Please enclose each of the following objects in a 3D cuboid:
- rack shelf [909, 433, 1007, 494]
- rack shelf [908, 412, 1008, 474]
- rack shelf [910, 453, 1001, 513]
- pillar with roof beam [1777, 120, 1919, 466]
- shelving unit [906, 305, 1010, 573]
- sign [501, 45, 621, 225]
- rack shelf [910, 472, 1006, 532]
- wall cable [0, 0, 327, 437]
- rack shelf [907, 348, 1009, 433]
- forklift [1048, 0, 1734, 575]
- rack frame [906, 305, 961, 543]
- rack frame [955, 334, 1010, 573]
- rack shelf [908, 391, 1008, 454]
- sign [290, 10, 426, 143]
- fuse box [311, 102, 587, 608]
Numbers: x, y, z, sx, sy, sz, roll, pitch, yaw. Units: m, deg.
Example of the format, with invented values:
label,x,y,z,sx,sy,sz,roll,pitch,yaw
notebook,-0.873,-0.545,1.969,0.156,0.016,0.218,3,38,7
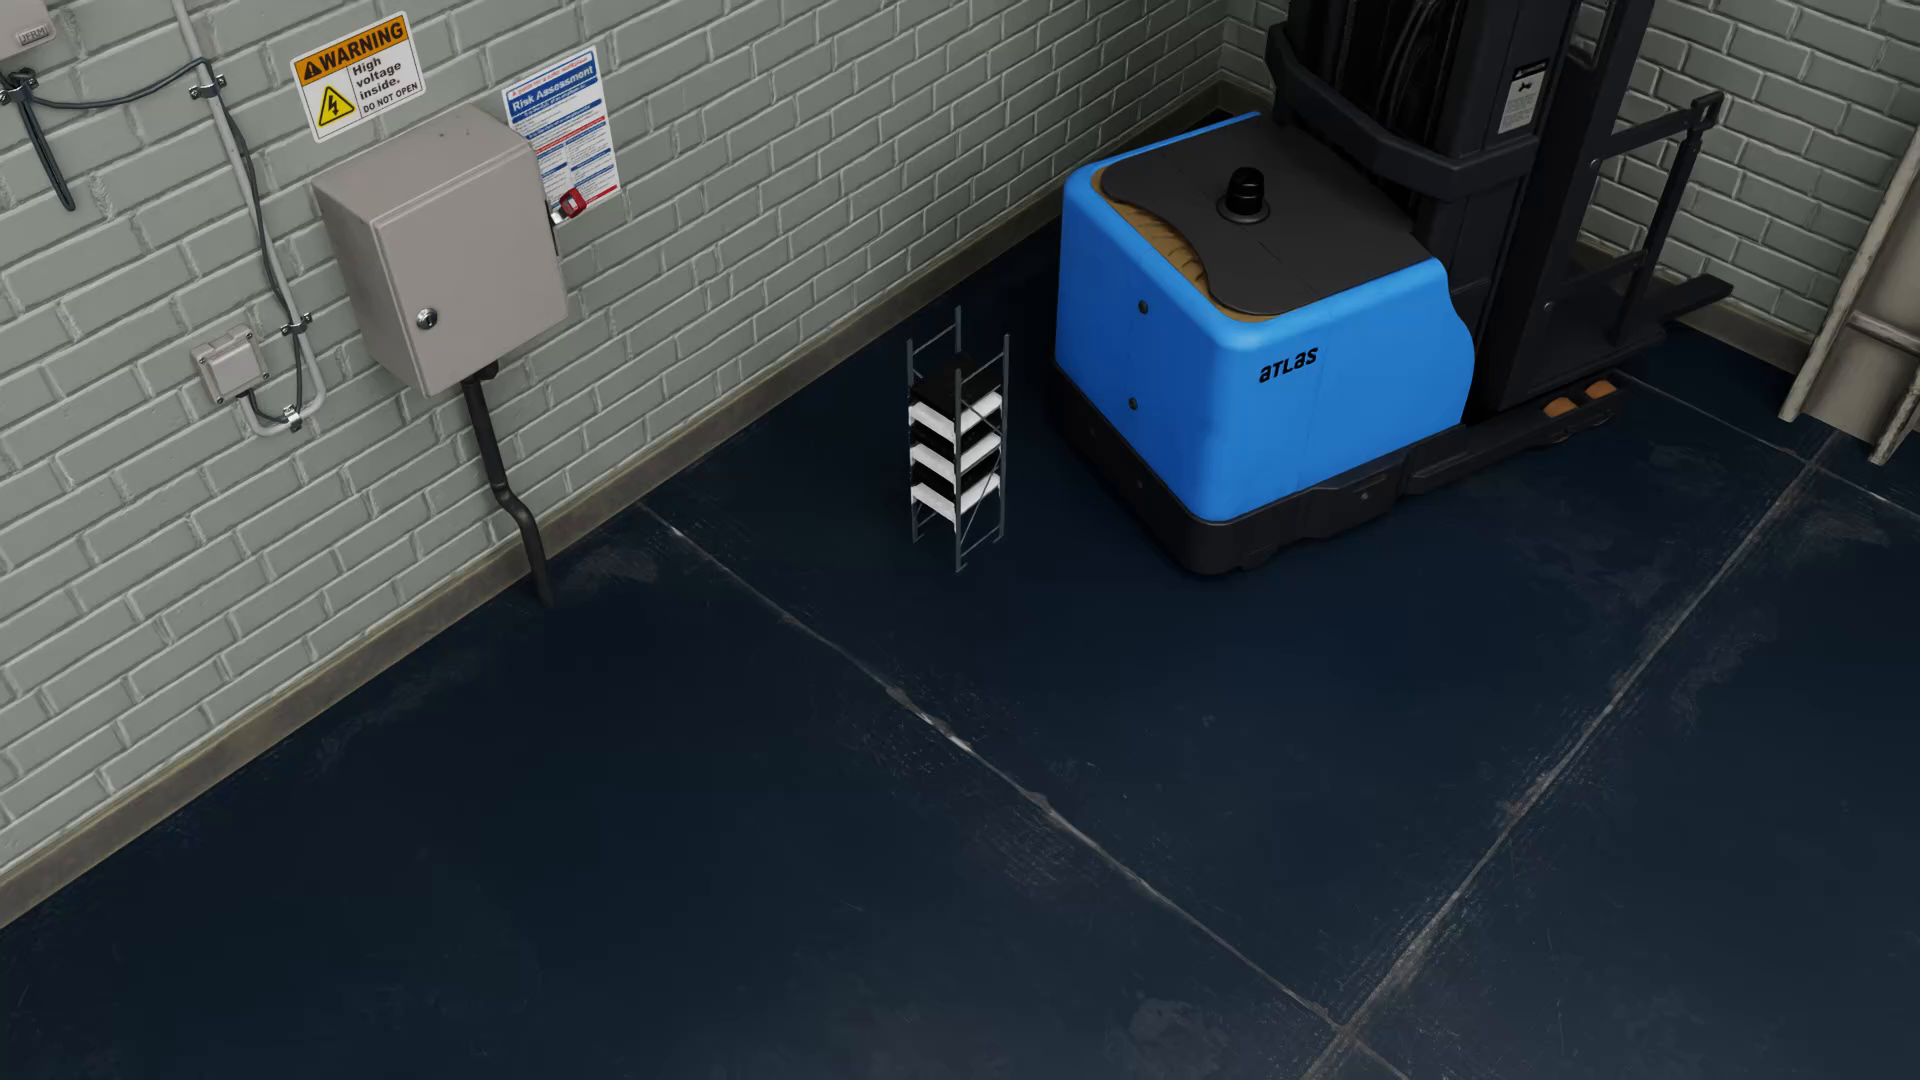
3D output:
label,x,y,z,sx,sy,sz,roll,pitch,yaw
rack shelf,-0.006,-0.289,5.450,0.200,0.077,0.258,34,55,28
rack shelf,-0.006,-0.351,5.384,0.200,0.077,0.258,34,55,28
rack shelf,-0.006,-0.228,5.516,0.200,0.077,0.258,34,55,28
pillar with roof beam,0.365,-1.219,0.722,0.400,9.000,9.100,34,55,28
shelving unit,-0.006,-0.312,5.426,0.210,0.900,0.258,34,55,28
sign,-1.154,-1.158,4.845,0.001,0.494,0.329,34,55,28
rack shelf,-0.006,-0.166,5.581,0.200,0.077,0.258,34,55,28
wall cable,-1.915,-0.883,3.825,0.122,1.984,0.588,34,55,28
rack shelf,-0.006,-0.474,5.253,0.200,0.077,0.258,34,55,28
forklift,1.865,-1.677,5.314,3.031,2.935,1.130,-22,51,-19
rack frame,-0.081,-0.362,5.473,0.006,0.900,0.240,34,55,28
rack frame,0.069,-0.262,5.379,0.006,0.900,0.240,34,55,28
rack shelf,-0.006,-0.412,5.319,0.200,0.077,0.258,34,55,28
sign,-1.526,-1.179,4.233,0.001,0.242,0.339,34,55,28
fuse box,-1.336,-0.382,4.935,0.414,1.711,0.539,34,55,28
